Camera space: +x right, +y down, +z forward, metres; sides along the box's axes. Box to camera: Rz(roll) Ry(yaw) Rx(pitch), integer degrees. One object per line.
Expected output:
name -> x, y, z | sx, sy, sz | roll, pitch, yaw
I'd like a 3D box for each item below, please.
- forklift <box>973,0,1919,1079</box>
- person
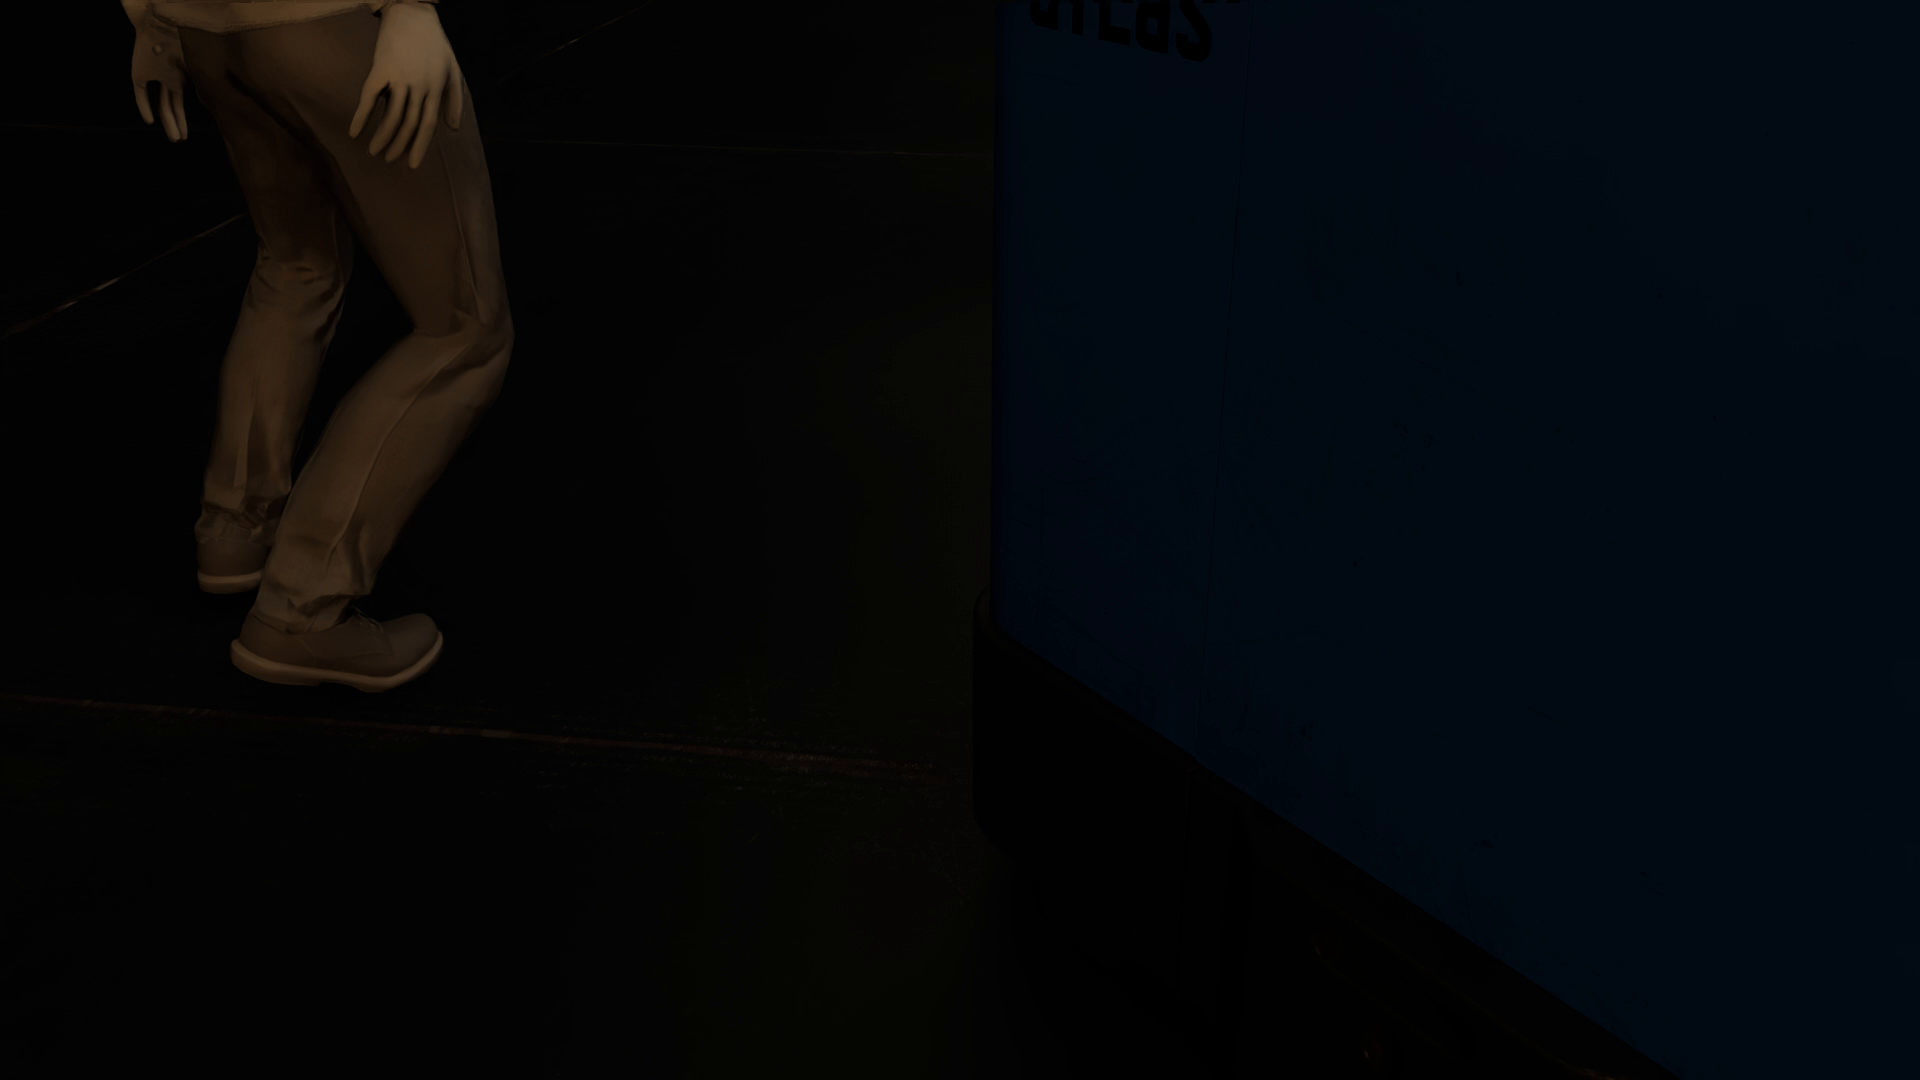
forklift -> 1.290, -0.567, 0.353 | 1.130, 2.935, 3.031 | -18, 32, -32
person -> -0.825, -0.595, 1.924 | 0.815, 1.595, 0.457 | 22, 34, 37
